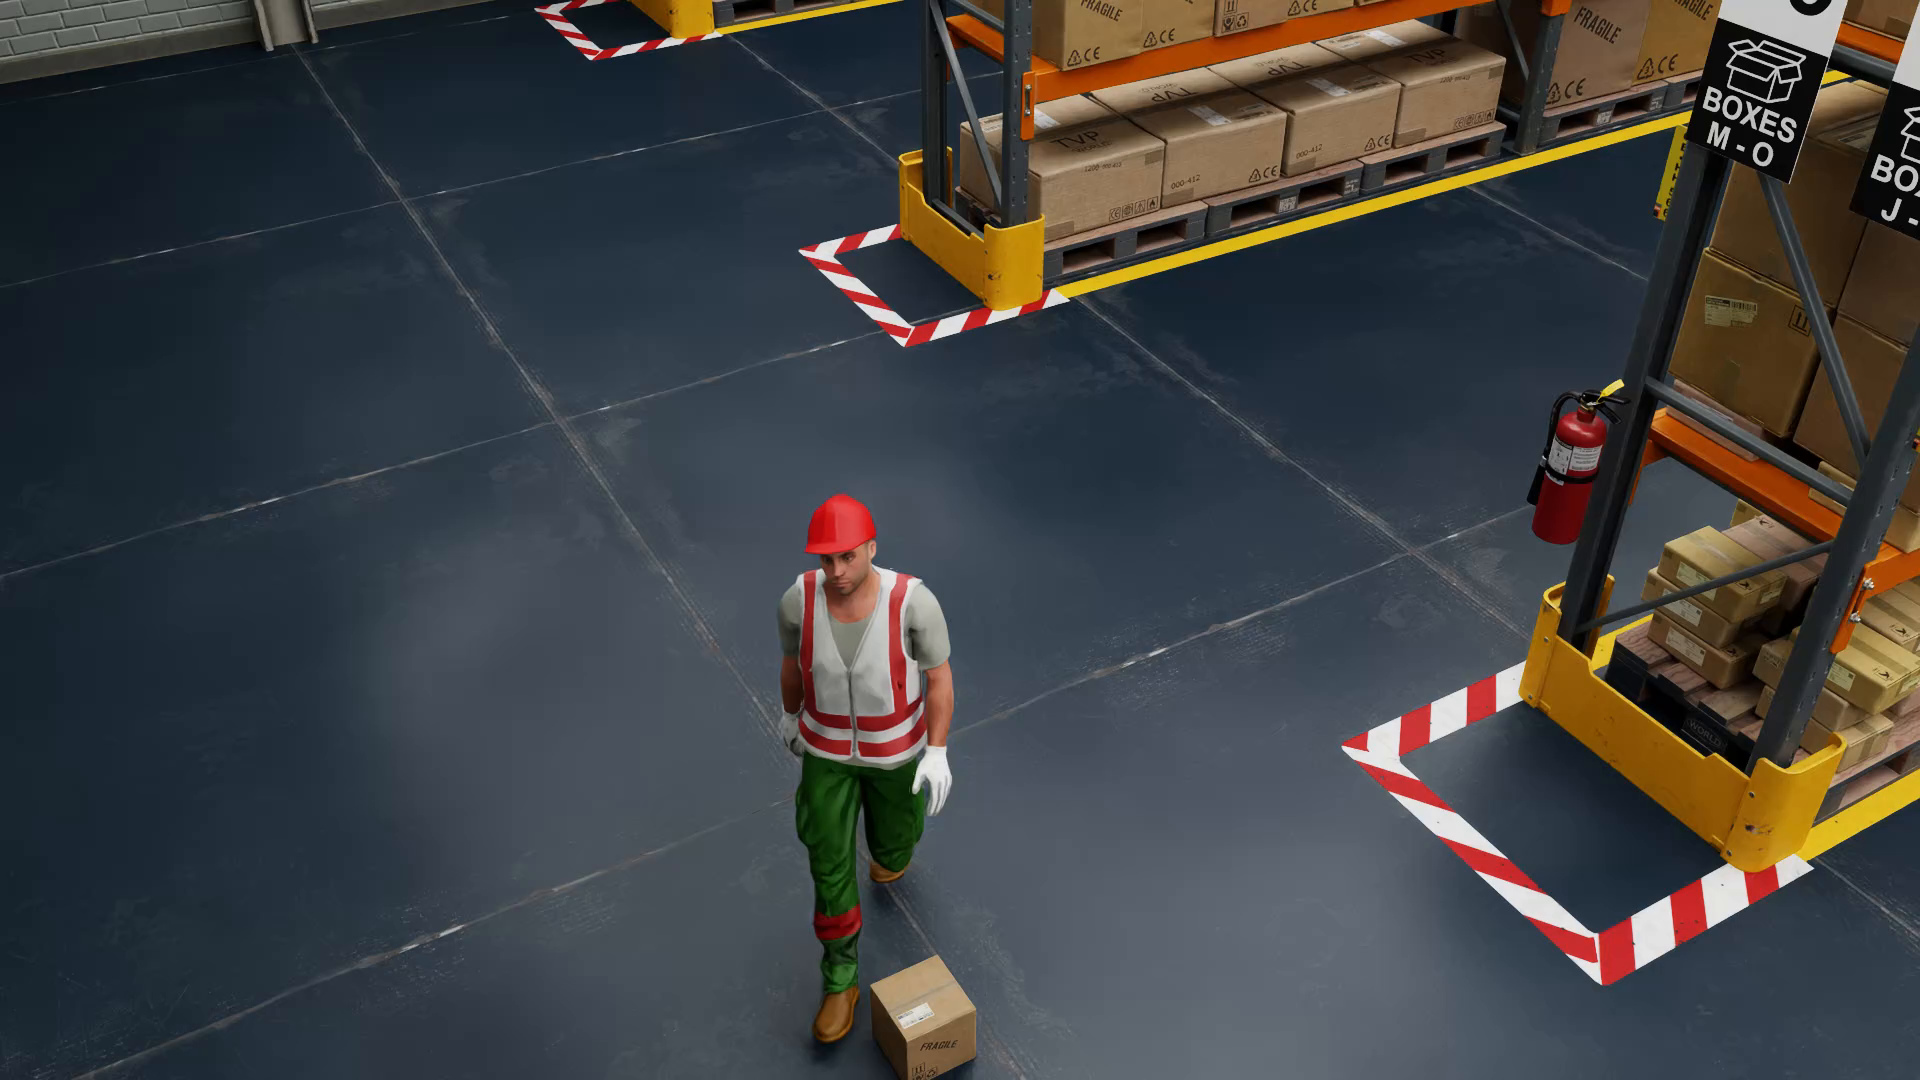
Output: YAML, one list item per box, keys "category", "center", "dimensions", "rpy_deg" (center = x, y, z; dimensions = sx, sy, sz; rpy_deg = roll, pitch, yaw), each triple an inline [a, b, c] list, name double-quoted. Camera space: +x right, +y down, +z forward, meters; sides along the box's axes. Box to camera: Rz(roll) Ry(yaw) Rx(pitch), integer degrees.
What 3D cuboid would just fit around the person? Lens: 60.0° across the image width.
- category: "person"
  center: [-0.325, 0.709, 5.221]
  dimensions: [0.603, 1.725, 0.945]
  rpy_deg: [3, 37, 4]
